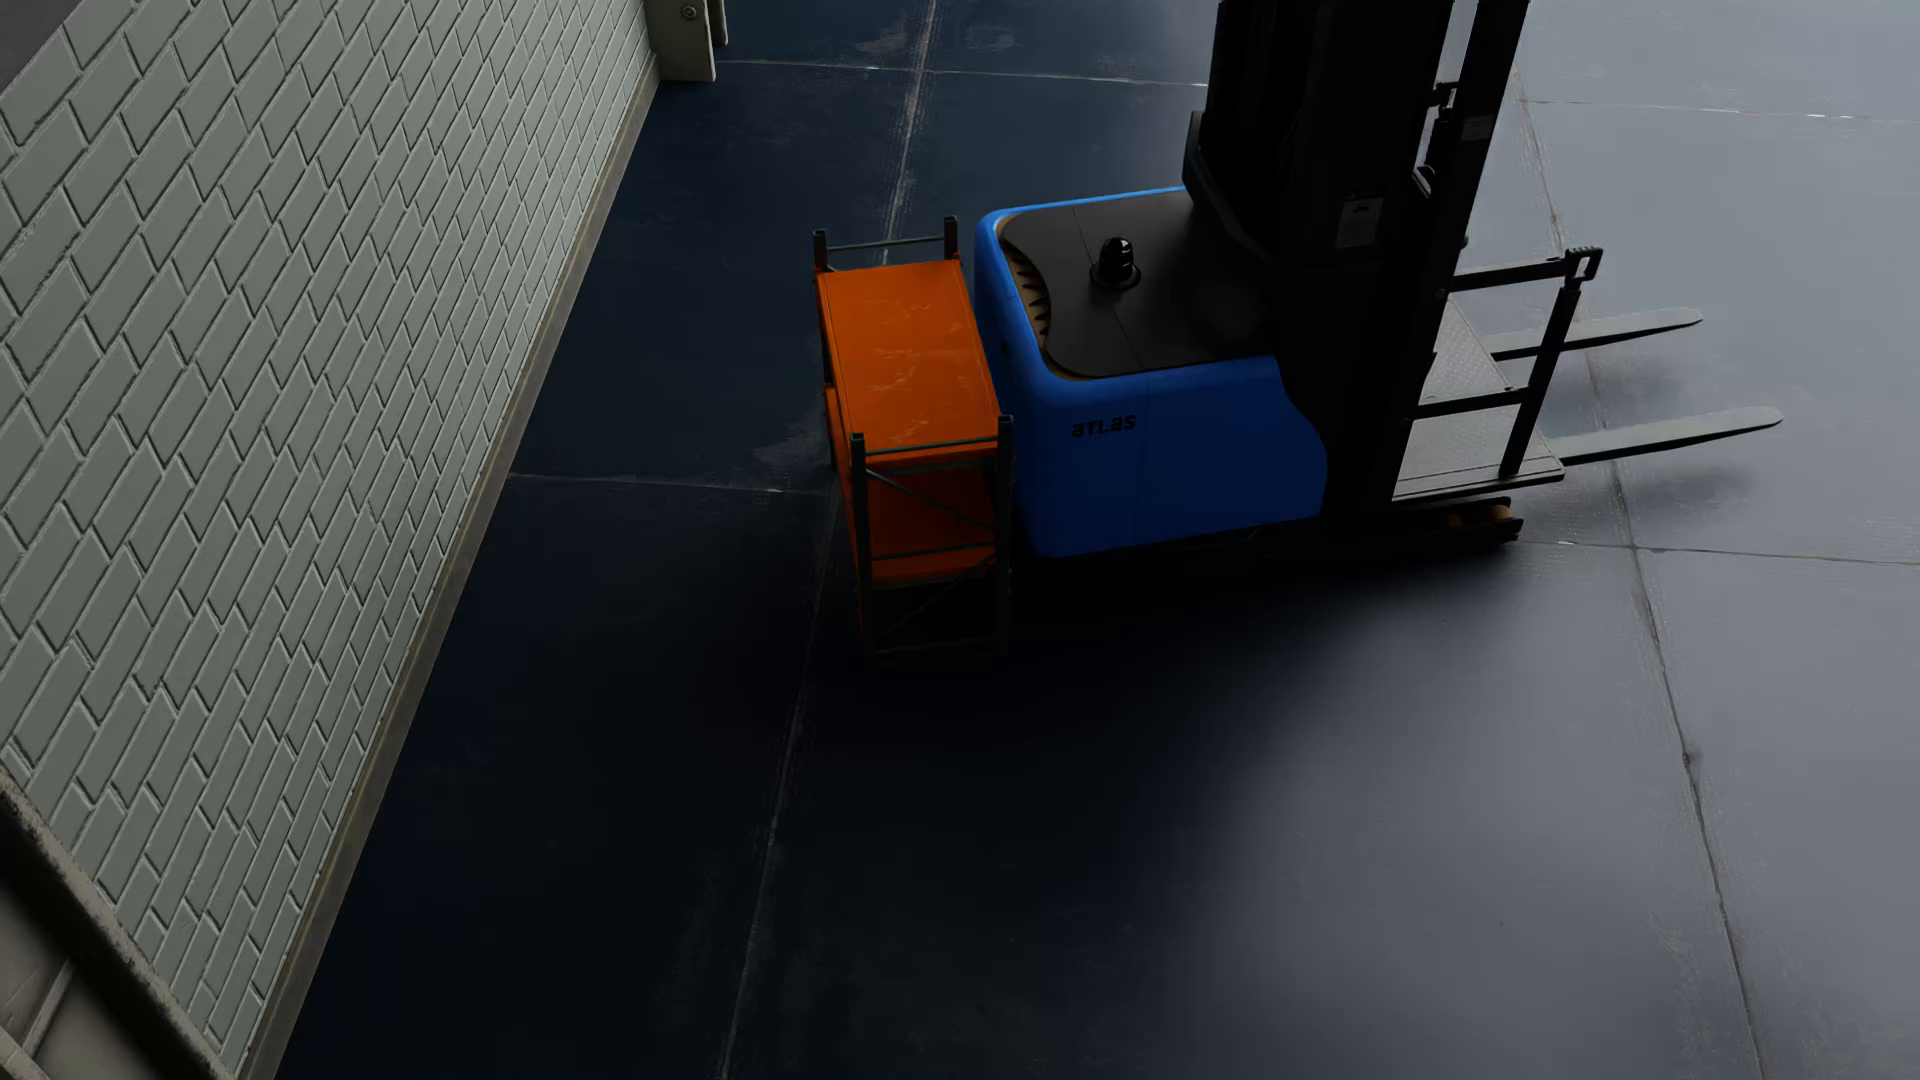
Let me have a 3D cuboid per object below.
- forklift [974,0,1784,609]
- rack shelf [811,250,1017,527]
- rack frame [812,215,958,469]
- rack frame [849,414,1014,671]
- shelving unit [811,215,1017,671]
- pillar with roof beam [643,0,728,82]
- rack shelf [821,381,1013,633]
[{"bbox_3d":[1.609,-1.304,5.457,3.031,2.935,1.130,-9,48,-8],"label":"forklift"},{"bbox_3d":[-0.171,-0.529,5.575,0.538,0.278,1.000,-7,48,-7],"label":"rack shelf"},{"bbox_3d":[-0.258,-0.701,6.129,0.500,1.125,0.032,-7,48,-7],"label":"rack frame"},{"bbox_3d":[-0.085,0.038,5.453,0.500,1.125,0.032,-7,48,-7],"label":"rack frame"},{"bbox_3d":[-0.171,-0.332,5.791,0.538,1.125,1.048,-7,48,-7],"label":"shelving unit"},{"bbox_3d":[2.914,-5.207,4.914,9.100,9.000,0.400,4,48,4],"label":"pillar with roof beam"},{"bbox_3d":[-0.171,-0.166,5.971,0.538,0.278,1.000,-7,48,-7],"label":"rack shelf"}]
